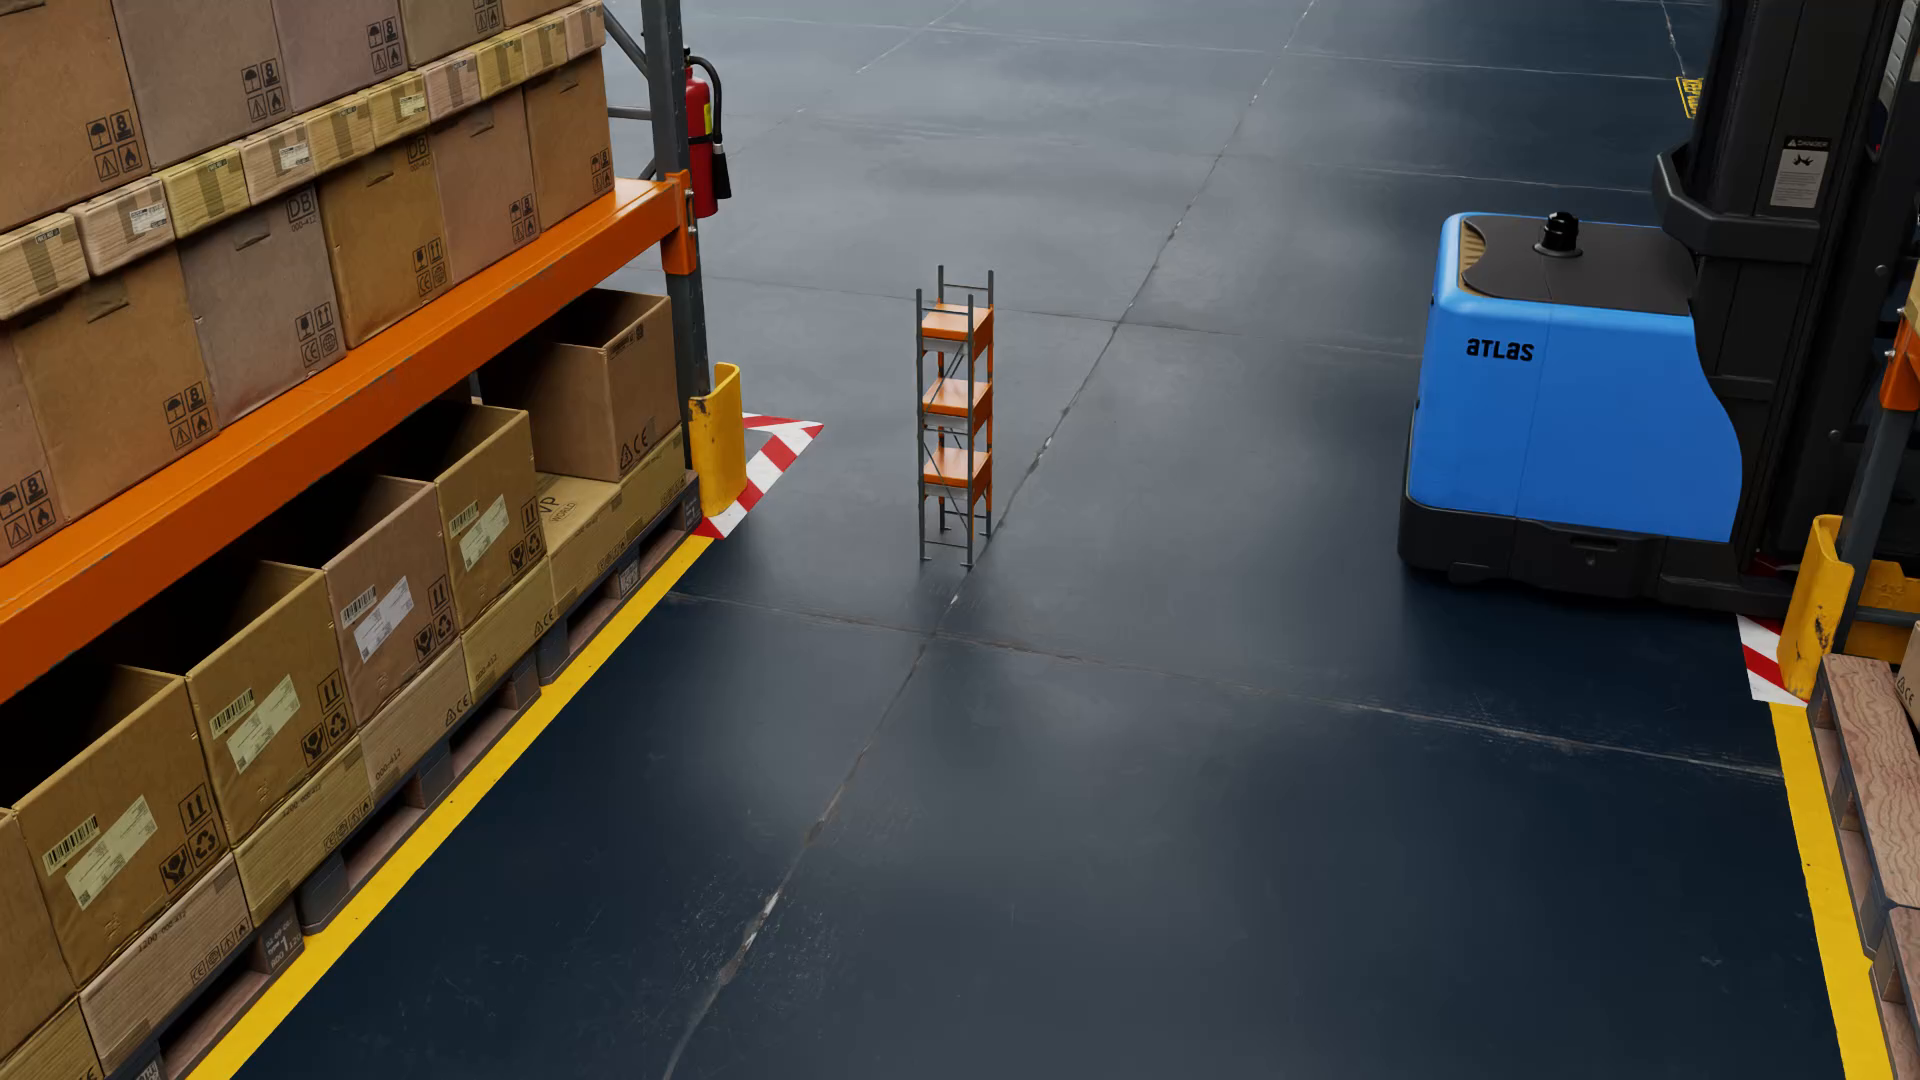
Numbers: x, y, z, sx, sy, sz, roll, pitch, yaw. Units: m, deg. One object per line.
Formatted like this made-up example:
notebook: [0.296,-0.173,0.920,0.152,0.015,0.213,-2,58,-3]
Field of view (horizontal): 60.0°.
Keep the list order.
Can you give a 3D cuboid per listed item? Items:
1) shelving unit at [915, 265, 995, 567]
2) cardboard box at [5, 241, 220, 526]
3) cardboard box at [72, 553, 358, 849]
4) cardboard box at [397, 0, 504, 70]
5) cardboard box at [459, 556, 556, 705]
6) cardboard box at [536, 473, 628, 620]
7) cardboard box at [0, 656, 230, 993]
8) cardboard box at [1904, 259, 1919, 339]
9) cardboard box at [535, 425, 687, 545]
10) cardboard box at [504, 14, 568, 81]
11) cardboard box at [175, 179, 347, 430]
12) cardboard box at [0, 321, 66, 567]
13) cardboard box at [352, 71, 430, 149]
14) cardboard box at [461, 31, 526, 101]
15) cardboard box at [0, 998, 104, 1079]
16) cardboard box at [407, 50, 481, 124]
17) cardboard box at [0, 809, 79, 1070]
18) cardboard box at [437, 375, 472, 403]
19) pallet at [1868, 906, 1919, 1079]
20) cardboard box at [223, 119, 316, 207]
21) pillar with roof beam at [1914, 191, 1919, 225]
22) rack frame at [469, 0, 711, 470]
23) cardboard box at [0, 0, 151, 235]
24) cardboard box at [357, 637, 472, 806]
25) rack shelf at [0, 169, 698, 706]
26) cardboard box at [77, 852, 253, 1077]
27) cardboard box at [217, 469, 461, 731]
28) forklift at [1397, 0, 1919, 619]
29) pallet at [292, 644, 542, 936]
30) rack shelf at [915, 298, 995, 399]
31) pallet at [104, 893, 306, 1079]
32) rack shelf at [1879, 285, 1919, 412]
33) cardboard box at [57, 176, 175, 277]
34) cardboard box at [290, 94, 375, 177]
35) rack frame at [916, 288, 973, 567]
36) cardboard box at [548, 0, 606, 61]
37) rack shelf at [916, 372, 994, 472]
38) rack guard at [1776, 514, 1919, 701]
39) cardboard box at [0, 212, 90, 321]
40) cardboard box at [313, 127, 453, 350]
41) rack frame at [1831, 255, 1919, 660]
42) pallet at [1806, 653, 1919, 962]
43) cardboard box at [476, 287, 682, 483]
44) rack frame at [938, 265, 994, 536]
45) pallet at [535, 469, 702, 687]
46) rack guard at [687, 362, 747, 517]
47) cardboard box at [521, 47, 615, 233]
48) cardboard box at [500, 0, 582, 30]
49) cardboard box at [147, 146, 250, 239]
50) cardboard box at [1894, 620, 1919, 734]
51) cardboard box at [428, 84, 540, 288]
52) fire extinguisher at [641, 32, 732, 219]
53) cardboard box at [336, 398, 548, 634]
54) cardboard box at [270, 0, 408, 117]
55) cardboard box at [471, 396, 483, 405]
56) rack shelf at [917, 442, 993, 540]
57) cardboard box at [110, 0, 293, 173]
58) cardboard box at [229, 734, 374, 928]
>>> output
shelving unit: [-0.016,-0.434,5.950,0.215,1.050,0.252,8,30,15]
cardboard box: [-2.200,-0.412,3.803,0.700,0.500,0.500,9,30,16]
cardboard box: [-1.895,0.372,4.121,0.500,0.500,0.500,8,30,15]
cardboard box: [-1.764,-1.667,4.725,0.700,0.500,0.500,8,30,14]
cardboard box: [-1.605,0.234,5.140,0.500,0.250,0.500,8,30,15]
cardboard box: [-1.460,0.002,5.558,0.500,0.250,0.500,8,30,15]
cardboard box: [-2.049,0.603,3.705,0.500,0.500,0.500,8,30,15]
cardboard box: [2.840,-0.598,4.374,0.500,0.250,0.500,8,30,13]
cardboard box: [-1.325,-0.232,5.978,0.500,0.250,0.500,8,30,15]
cardboard box: [-1.455,-1.542,5.167,0.380,0.149,0.250,9,30,16]
cardboard box: [-2.051,-0.650,4.231,0.700,0.500,0.500,9,30,16]
cardboard box: [-2.351,-0.180,3.385,0.700,0.500,0.500,8,30,14]
cardboard box: [-1.683,-1.185,4.524,0.380,0.149,0.250,9,30,16]
cardboard box: [-1.530,-1.423,4.953,0.380,0.149,0.250,8,30,14]
cardboard box: [-2.198,1.163,3.470,0.500,0.250,0.500,8,30,15]
cardboard box: [-1.606,-1.307,4.744,0.380,0.149,0.250,9,30,16]
cardboard box: [-2.188,0.837,3.285,0.500,0.500,0.500,8,30,15]
cardboard box: [-1.965,-0.401,5.511,0.500,0.500,0.500,8,30,15]
pallet: [2.632,1.355,3.597,1.003,0.211,1.213,8,30,15]
cardboard box: [-1.833,-0.943,4.089,0.380,0.149,0.250,8,30,14]
pillar with roof beam: [1.554,-6.412,8.520,9.100,9.000,0.400,8,30,15]
rack frame: [-1.450,-1.542,5.936,1.000,3.000,0.127,8,30,15]
cardboard box: [-2.205,-0.968,3.468,0.700,0.500,0.500,8,30,15]
cardboard box: [-1.753,0.467,4.722,0.500,0.250,0.500,8,30,15]
rack shelf: [-2.037,-0.298,4.440,1.077,0.370,4.000,8,30,15]
cardboard box: [-2.046,0.931,3.887,0.500,0.250,0.500,8,30,15]
cardboard box: [-1.750,0.139,4.539,0.500,0.500,0.500,8,30,15]
forklift: [3.157,-1.179,5.354,3.031,2.935,1.130,8,30,13]
pallet: [-1.994,0.603,4.948,1.003,0.211,1.213,8,30,15]
rack shelf: [-0.016,-0.673,5.817,0.215,0.259,0.240,8,30,15]
pallet: [-2.350,1.172,3.926,1.003,0.211,1.213,8,30,15]
rack shelf: [2.700,0.407,3.172,1.077,0.370,4.000,8,30,15]
cardboard box: [-1.985,-0.707,3.665,0.380,0.149,0.250,8,30,13]
cardboard box: [-1.758,-1.062,4.304,0.380,0.149,0.250,9,30,16]
rack frame: [-0.052,-0.377,5.848,0.200,1.050,0.008,8,30,15]
cardboard box: [-1.380,-1.664,5.386,0.380,0.149,0.250,8,30,14]
rack shelf: [-0.016,-0.425,5.955,0.215,0.259,0.240,8,30,15]
rack guard: [3.265,0.291,5.213,1.175,0.500,0.348,8,30,15]
cardboard box: [-2.061,-0.582,3.441,0.380,0.149,0.250,7,30,13]
cardboard box: [-1.900,-0.896,4.672,0.700,0.500,0.500,9,30,15]
rack frame: [3.287,-0.837,4.668,1.000,3.000,0.127,8,30,15]
pallet: [2.992,0.790,4.613,1.003,0.211,1.213,8,30,15]
cardboard box: [-1.323,-0.560,5.796,0.500,0.500,0.500,8,30,15]
rack frame: [0.020,-0.491,6.052,0.200,1.050,0.008,8,30,15]
pallet: [-1.634,0.038,5.964,1.003,0.211,1.213,8,30,15]
rack guard: [-1.443,-0.461,6.564,1.175,0.500,0.348,8,30,15]
cardboard box: [-1.599,-1.370,5.525,0.700,0.500,0.500,9,30,15]
cardboard box: [-1.614,-1.913,5.165,0.700,0.500,0.500,9,30,15]
cardboard box: [-1.908,-0.828,3.882,0.380,0.149,0.250,8,30,14]
cardboard box: [2.998,0.455,4.660,0.500,0.311,0.500,5,30,9]
cardboard box: [-1.748,-1.126,5.085,0.700,0.500,0.500,9,30,16]
fire extinguisher: [-0.971,-1.497,5.934,0.296,0.674,0.183,8,30,15]
cardboard box: [-1.602,-0.093,4.956,0.500,0.500,0.500,8,30,15]
cardboard box: [-1.911,-1.433,4.303,0.700,0.500,0.500,9,30,15]
cardboard box: [-1.820,-0.306,6.111,0.500,0.250,0.500,8,30,15]
rack shelf: [-0.016,-0.182,6.090,0.215,0.259,0.240,8,30,15]
cardboard box: [-2.058,-1.200,3.885,0.700,0.500,0.500,9,30,15]
cardboard box: [-1.894,0.700,4.303,0.500,0.250,0.500,8,30,15]
